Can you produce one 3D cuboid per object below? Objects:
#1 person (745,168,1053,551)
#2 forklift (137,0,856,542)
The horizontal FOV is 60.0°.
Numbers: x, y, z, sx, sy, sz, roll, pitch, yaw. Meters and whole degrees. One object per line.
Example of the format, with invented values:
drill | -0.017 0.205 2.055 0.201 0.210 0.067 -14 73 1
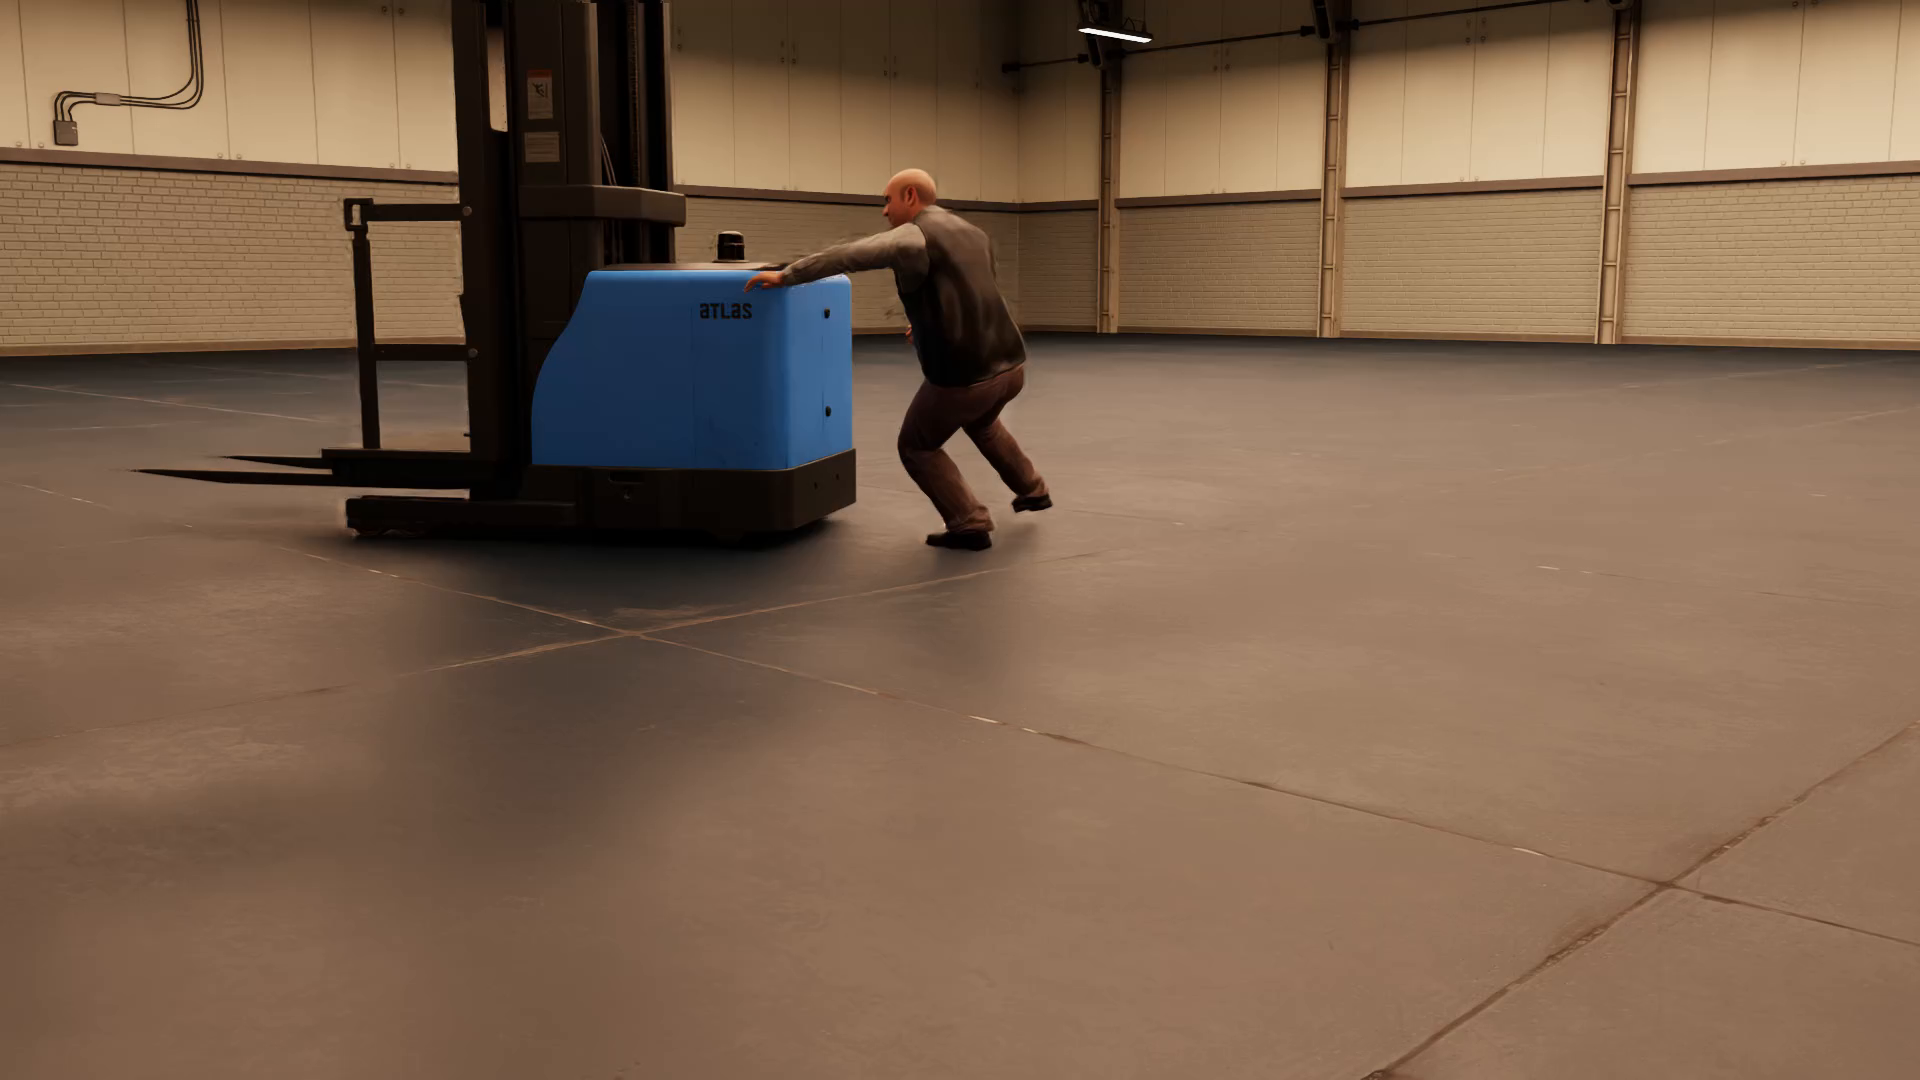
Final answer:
person | -0.096 -0.707 6.570 0.835 1.479 1.350 7 11 37
forklift | -2.031 -1.530 7.036 3.031 2.935 1.130 2 9 13
